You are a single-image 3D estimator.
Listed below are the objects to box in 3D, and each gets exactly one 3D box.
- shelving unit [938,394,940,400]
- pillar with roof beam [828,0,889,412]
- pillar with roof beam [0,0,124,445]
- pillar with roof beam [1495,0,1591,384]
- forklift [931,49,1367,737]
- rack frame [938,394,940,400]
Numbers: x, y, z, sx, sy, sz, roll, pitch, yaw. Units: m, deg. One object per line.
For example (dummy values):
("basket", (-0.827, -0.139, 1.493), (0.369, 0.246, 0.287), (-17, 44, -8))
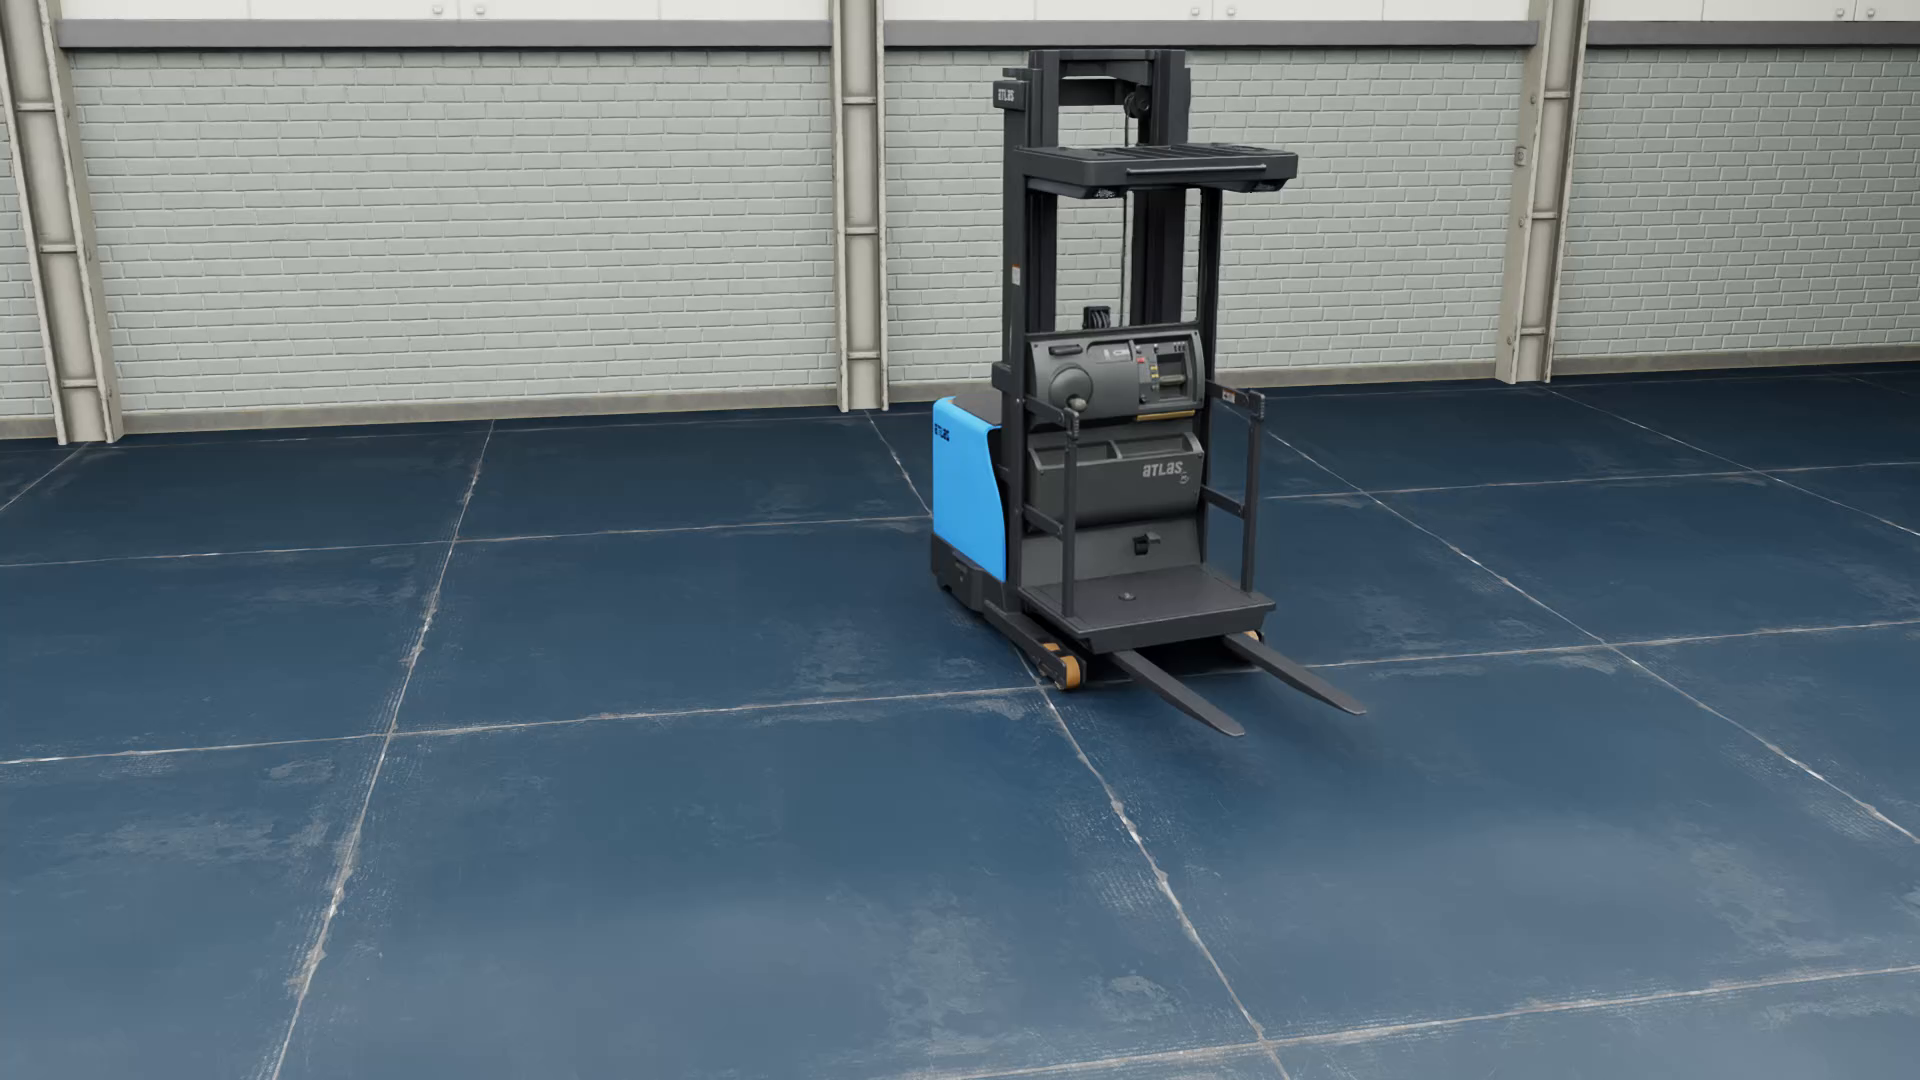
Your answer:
("shelving unit", (-0.008, -0.430, 10.178), (0.210, 0.900, 0.258), (-3, 17, -10))
("pillar with roof beam", (0.002, -4.175, 8.578), (0.400, 9.000, 9.100), (-3, 17, -10))
("pillar with roof beam", (-5.889, -3.841, 7.490), (0.400, 9.000, 9.100), (-3, 17, -10))
("pillar with roof beam", (5.893, -4.509, 9.666), (0.400, 9.000, 9.100), (-3, 17, -10))
("forklift", (0.865, -0.821, 7.994), (1.130, 2.935, 3.031), (-7, 18, -21))
("rack frame", (-0.108, -0.424, 10.160), (0.006, 0.900, 0.240), (-3, 17, -10))
